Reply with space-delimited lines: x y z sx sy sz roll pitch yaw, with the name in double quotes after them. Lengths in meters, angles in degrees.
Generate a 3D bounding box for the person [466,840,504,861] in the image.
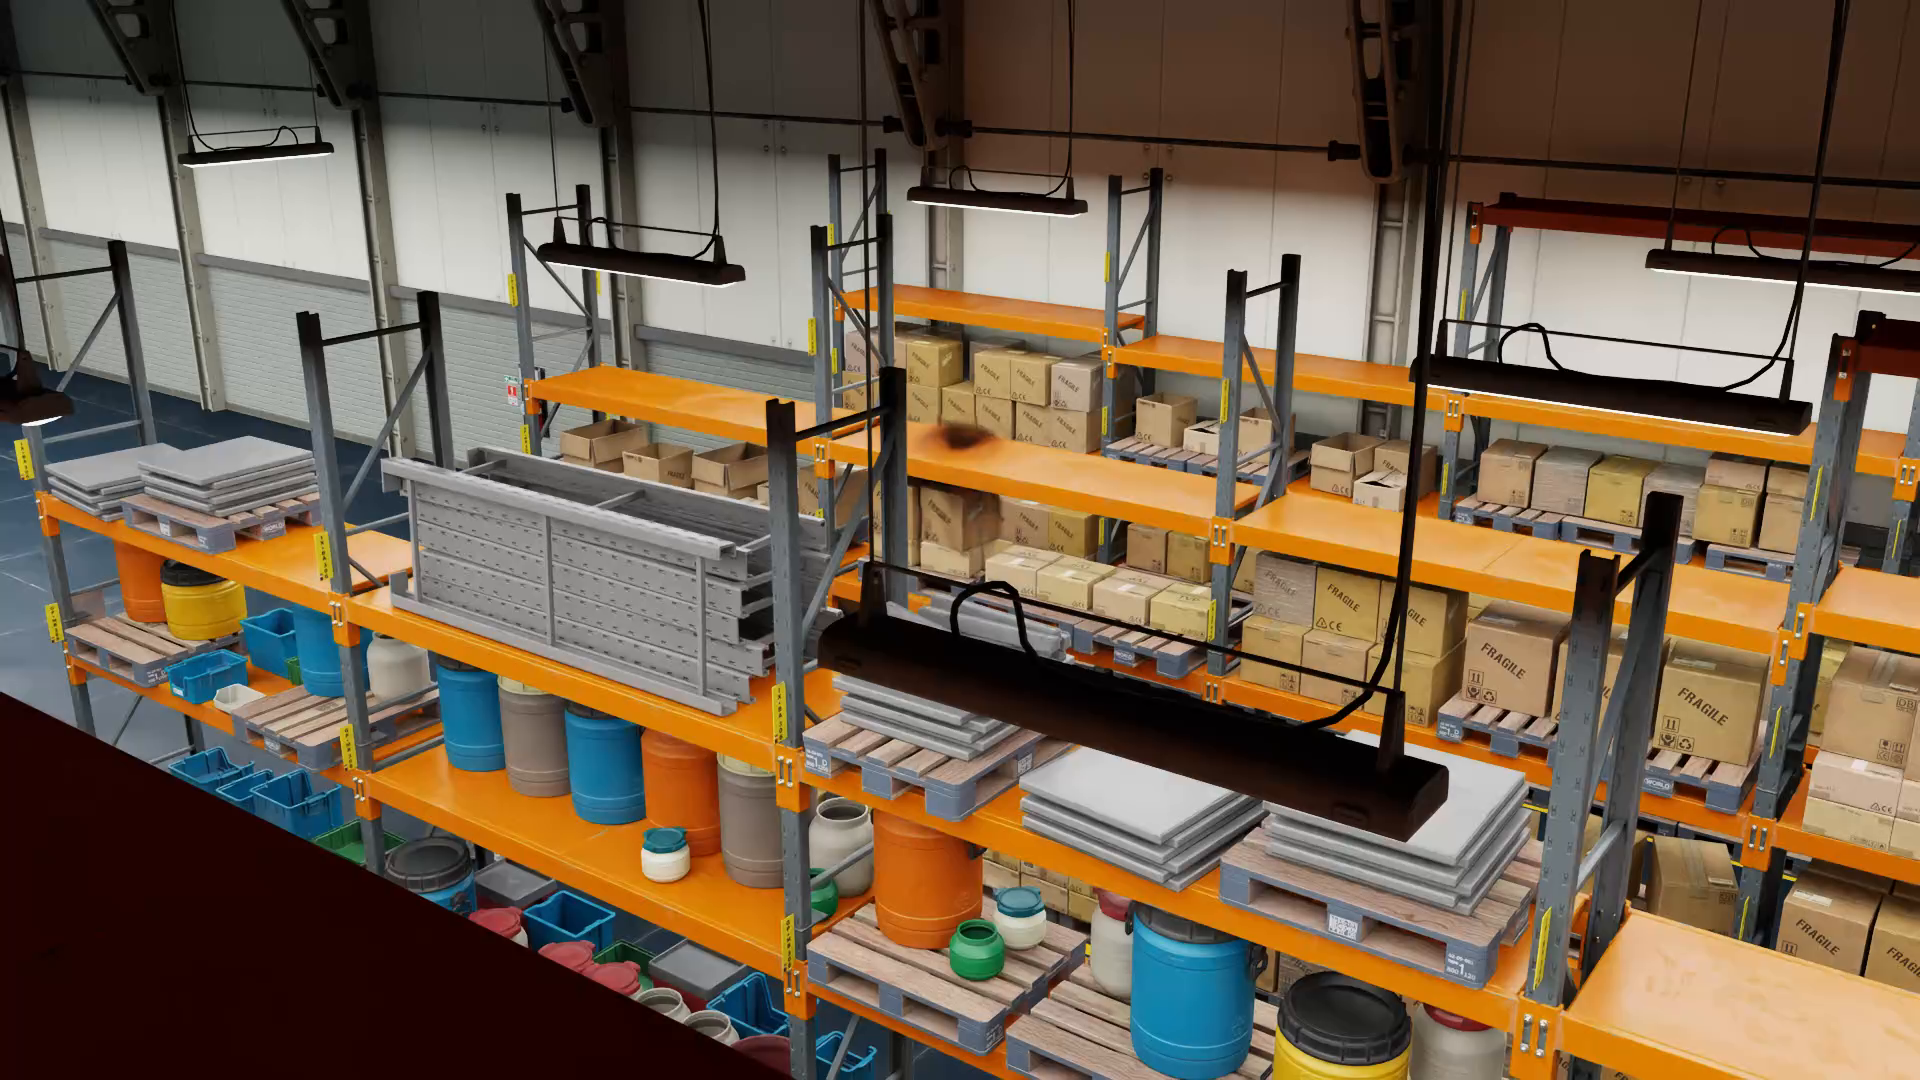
-4.518 2.251 15.751 0.510 1.701 0.375 2 19 7 "person"
